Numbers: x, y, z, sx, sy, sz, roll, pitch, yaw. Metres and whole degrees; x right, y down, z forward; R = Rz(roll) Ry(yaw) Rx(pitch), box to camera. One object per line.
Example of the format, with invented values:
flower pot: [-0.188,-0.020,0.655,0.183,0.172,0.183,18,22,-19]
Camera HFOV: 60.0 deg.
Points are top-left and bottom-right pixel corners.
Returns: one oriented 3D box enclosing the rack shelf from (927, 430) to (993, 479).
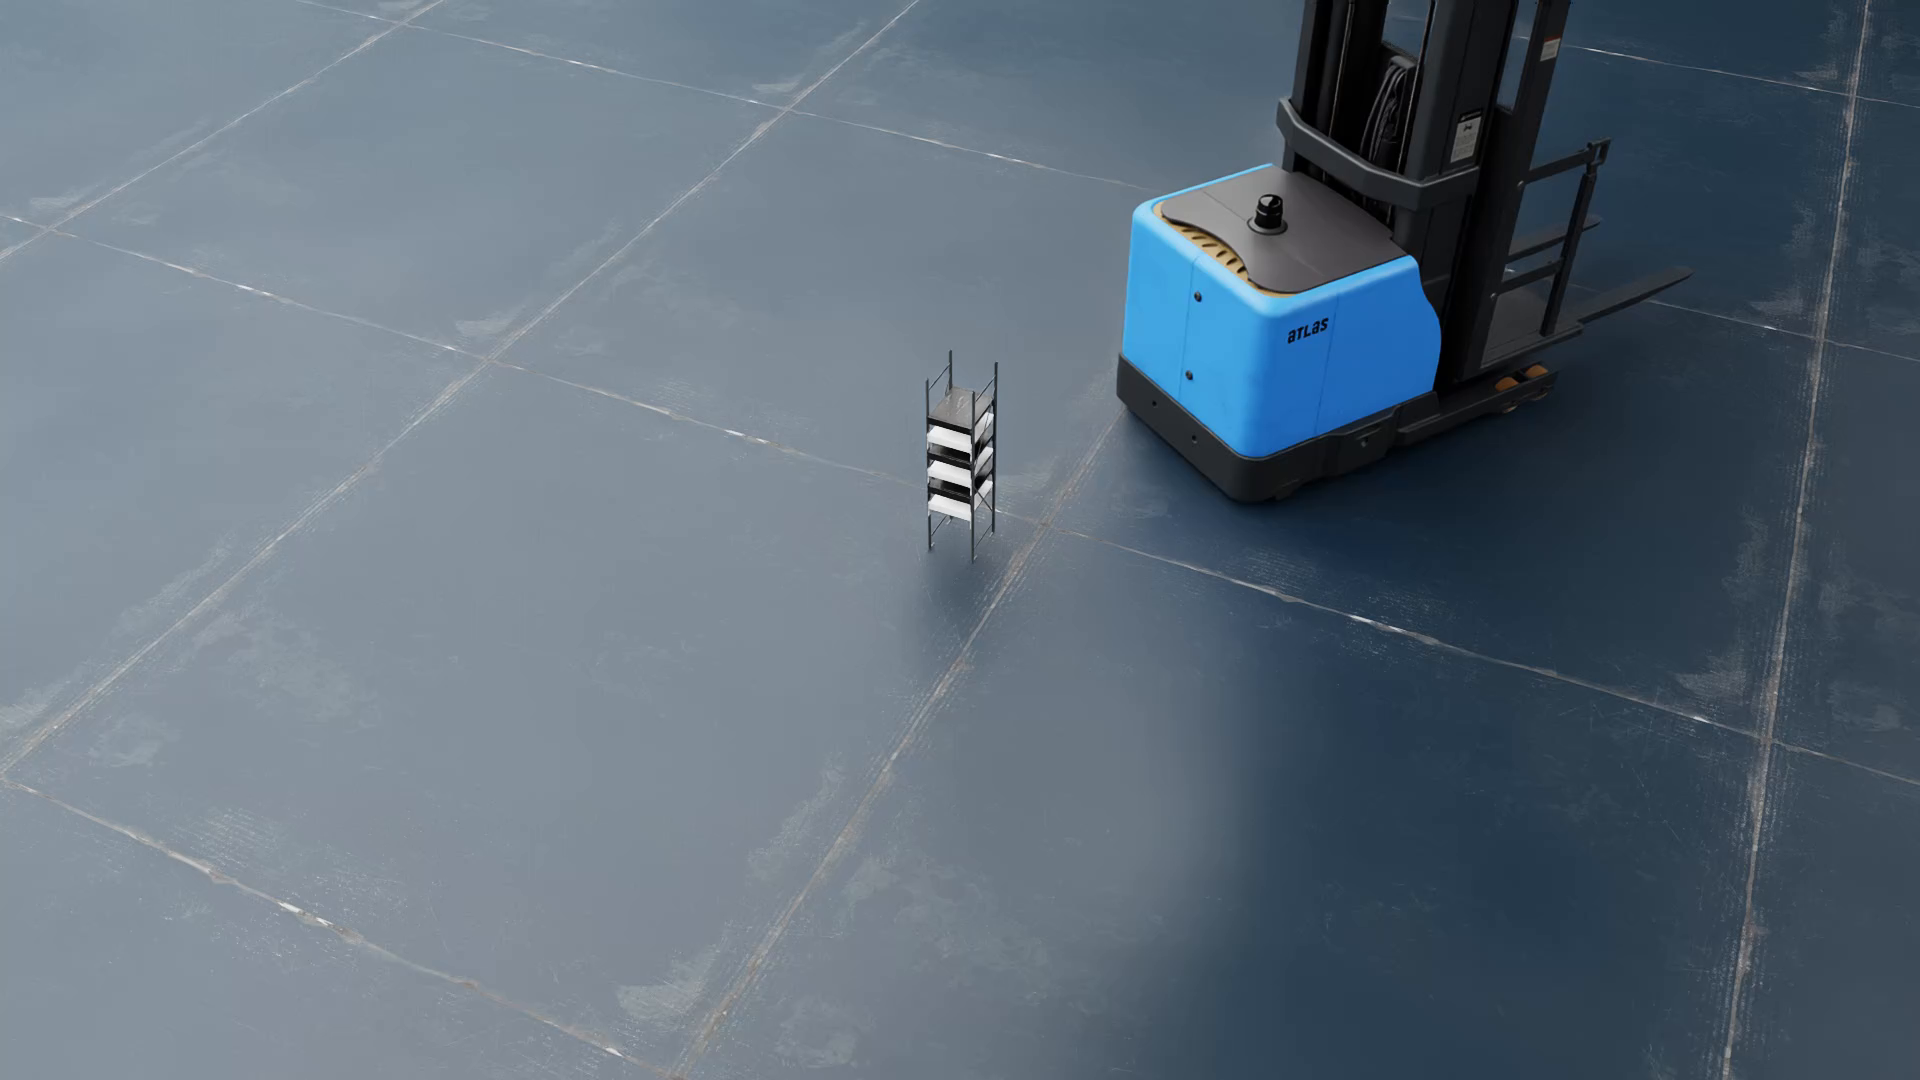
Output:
rack shelf: [0.007,-0.381,6.916,0.200,0.077,0.258,17,44,19]

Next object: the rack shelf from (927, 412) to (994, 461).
rack shelf: [0.007,-0.449,6.857,0.200,0.077,0.258,17,44,19]

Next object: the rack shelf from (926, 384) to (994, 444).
rack shelf: [0.007,-0.517,6.798,0.200,0.077,0.258,17,44,19]

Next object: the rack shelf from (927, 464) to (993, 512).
rack shelf: [0.007,-0.245,7.033,0.200,0.077,0.258,17,44,19]

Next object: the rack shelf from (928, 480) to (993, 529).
rack shelf: [0.007,-0.177,7.092,0.200,0.077,0.258,17,44,19]

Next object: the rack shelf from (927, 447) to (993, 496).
rack shelf: [0.007,-0.313,6.974,0.200,0.077,0.258,17,44,19]

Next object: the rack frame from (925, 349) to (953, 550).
rack frame: [-0.085,-0.366,6.985,0.006,0.900,0.240,17,44,19]

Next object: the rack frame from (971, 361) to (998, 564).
rack frame: [0.099,-0.310,6.920,0.006,0.900,0.240,17,44,19]

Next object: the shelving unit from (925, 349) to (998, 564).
shelving unit: [0.007,-0.338,6.953,0.210,0.900,0.258,17,44,19]

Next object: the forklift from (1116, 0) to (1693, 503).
forklift: [2.276,-1.993,7.311,3.031,2.935,1.130,-21,45,-23]
